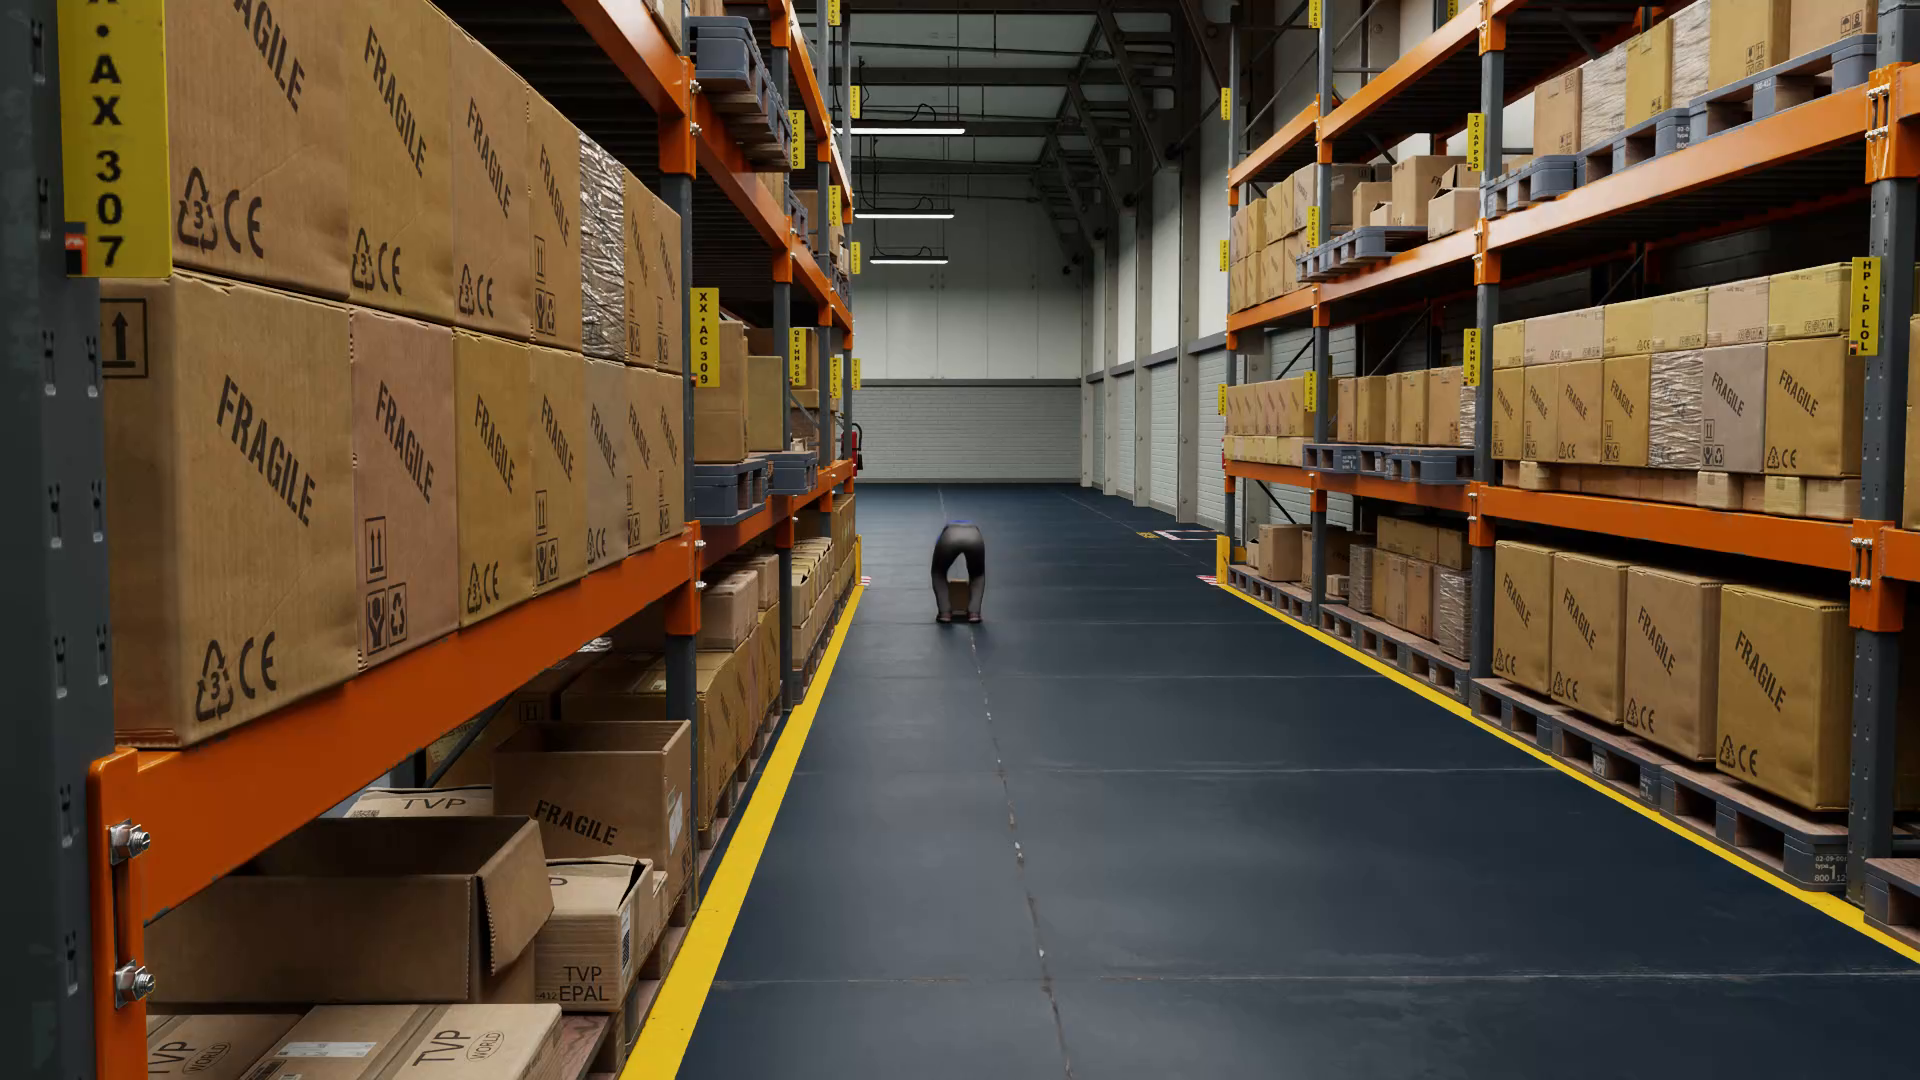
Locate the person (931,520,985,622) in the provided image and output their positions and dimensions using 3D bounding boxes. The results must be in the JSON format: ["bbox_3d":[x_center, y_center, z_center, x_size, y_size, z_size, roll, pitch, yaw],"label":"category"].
[{"bbox_3d":[-0.018,0.253,14.203,0.465,0.864,0.866,0,4,-4],"label":"person"}]
